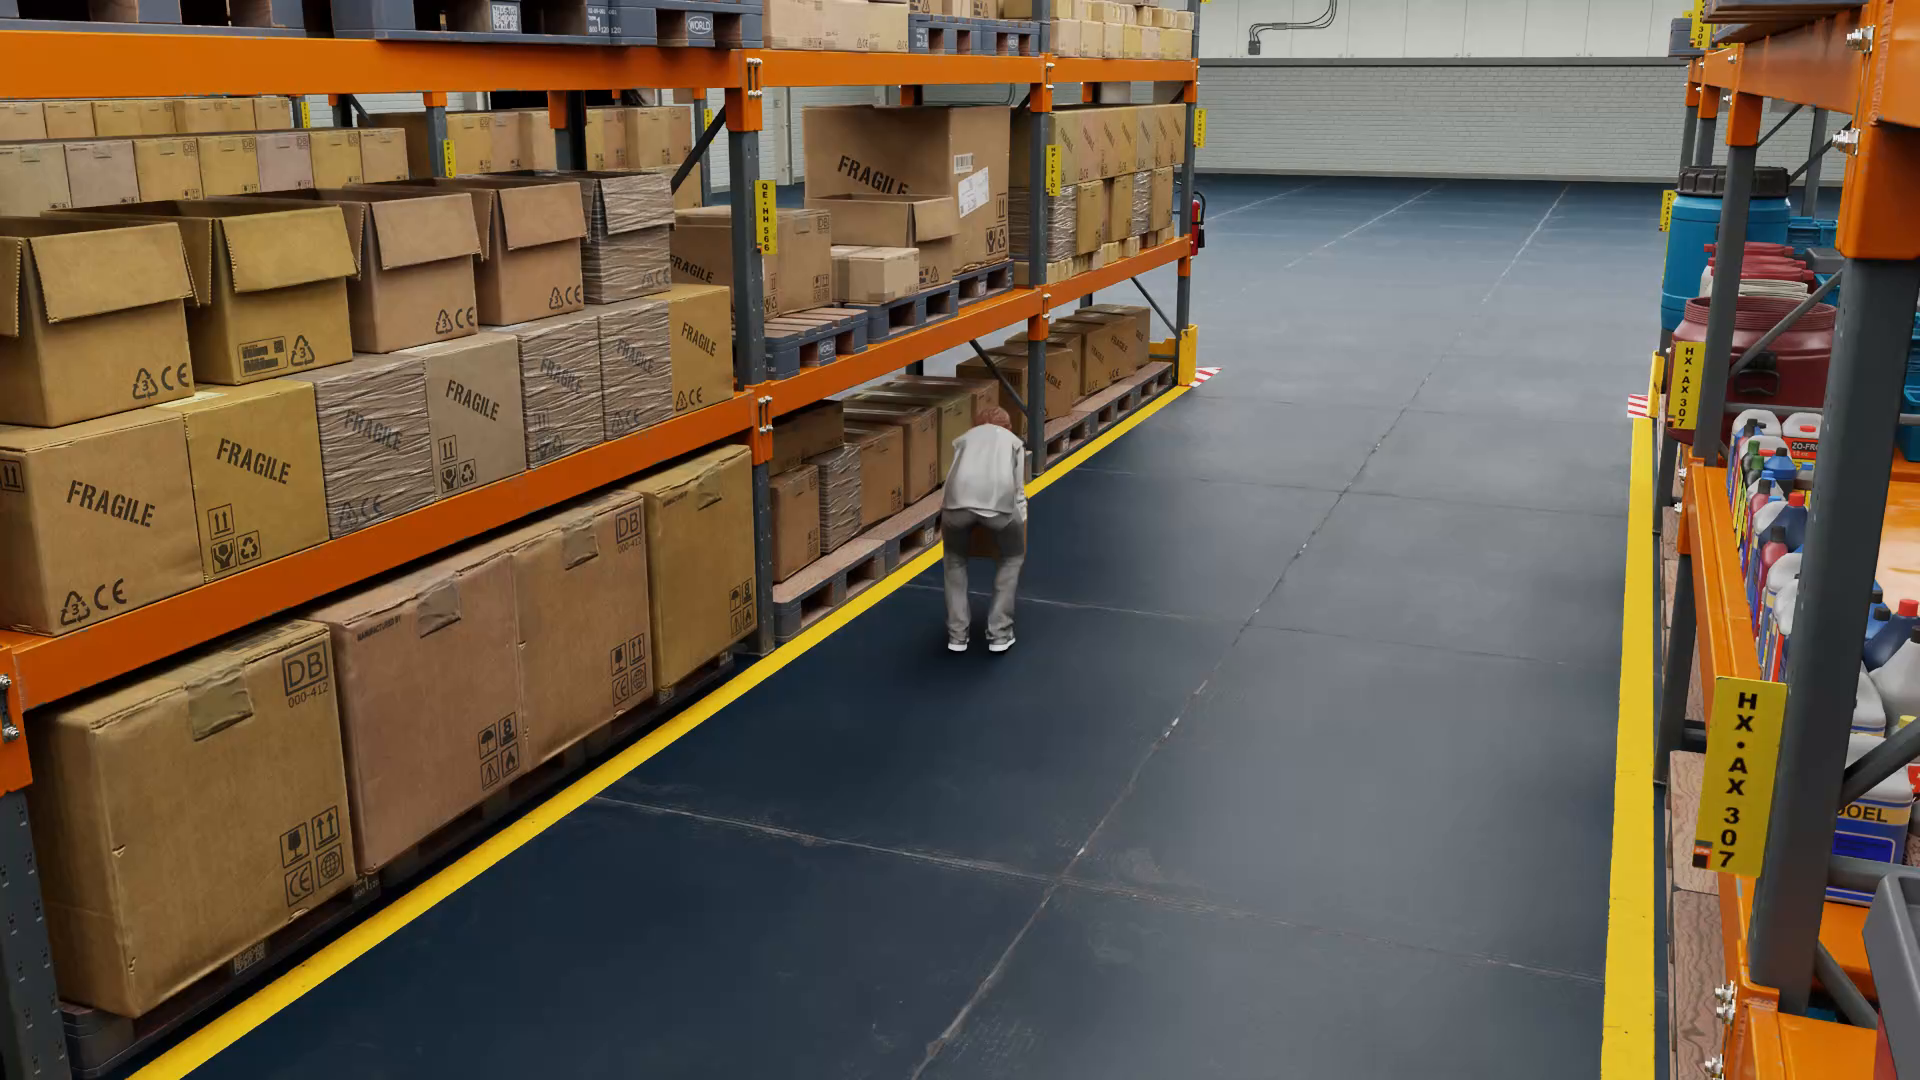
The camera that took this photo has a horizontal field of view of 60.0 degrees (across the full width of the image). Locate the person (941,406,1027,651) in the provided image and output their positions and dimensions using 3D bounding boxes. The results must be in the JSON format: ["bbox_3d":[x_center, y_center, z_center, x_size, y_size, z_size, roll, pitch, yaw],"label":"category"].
[{"bbox_3d":[0.127,-0.047,8.138,0.402,1.098,0.845,2,16,8],"label":"person"}]
